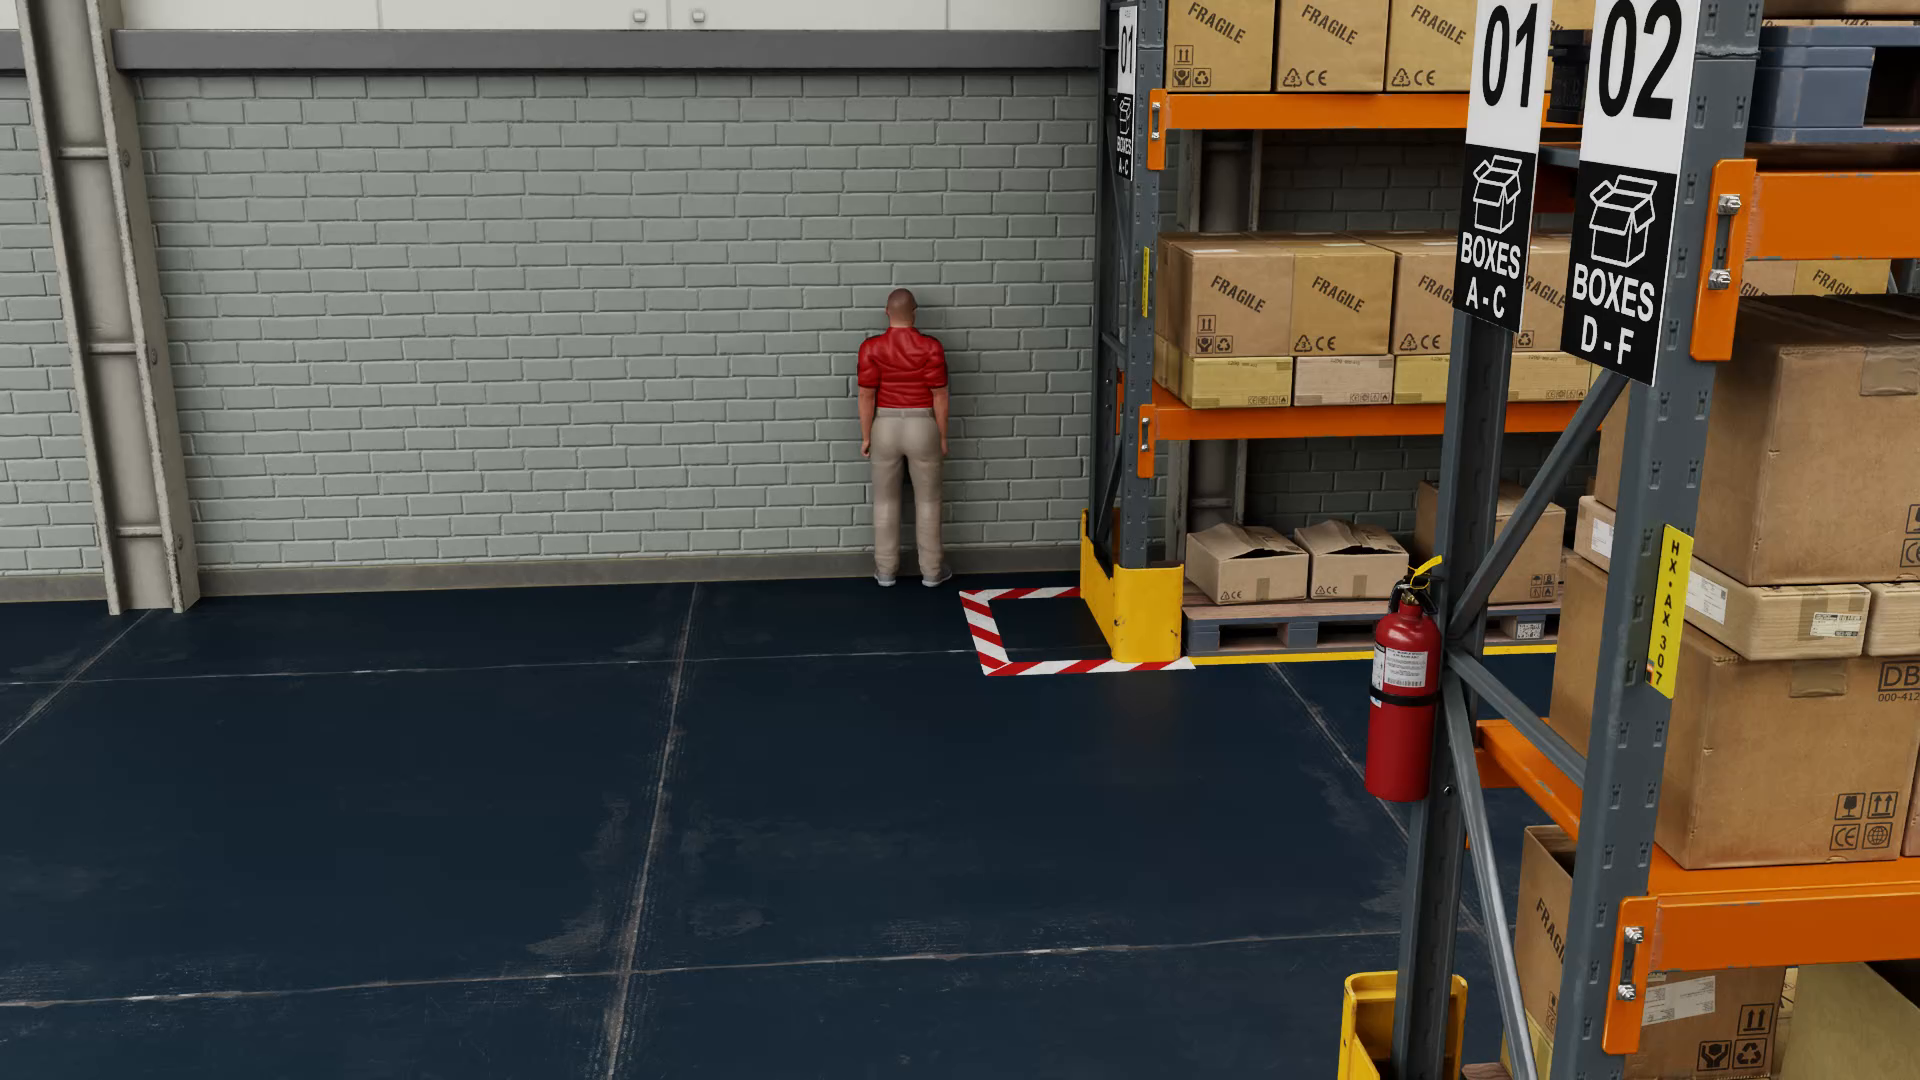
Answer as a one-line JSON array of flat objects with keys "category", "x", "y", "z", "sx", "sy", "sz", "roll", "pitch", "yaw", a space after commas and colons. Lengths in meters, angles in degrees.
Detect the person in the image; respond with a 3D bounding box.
[{"category": "person", "x": -0.313, "y": -0.582, "z": 9.524, "sx": 0.523, "sy": 1.728, "sz": 0.381, "roll": 1, "pitch": 17, "yaw": 3}]
